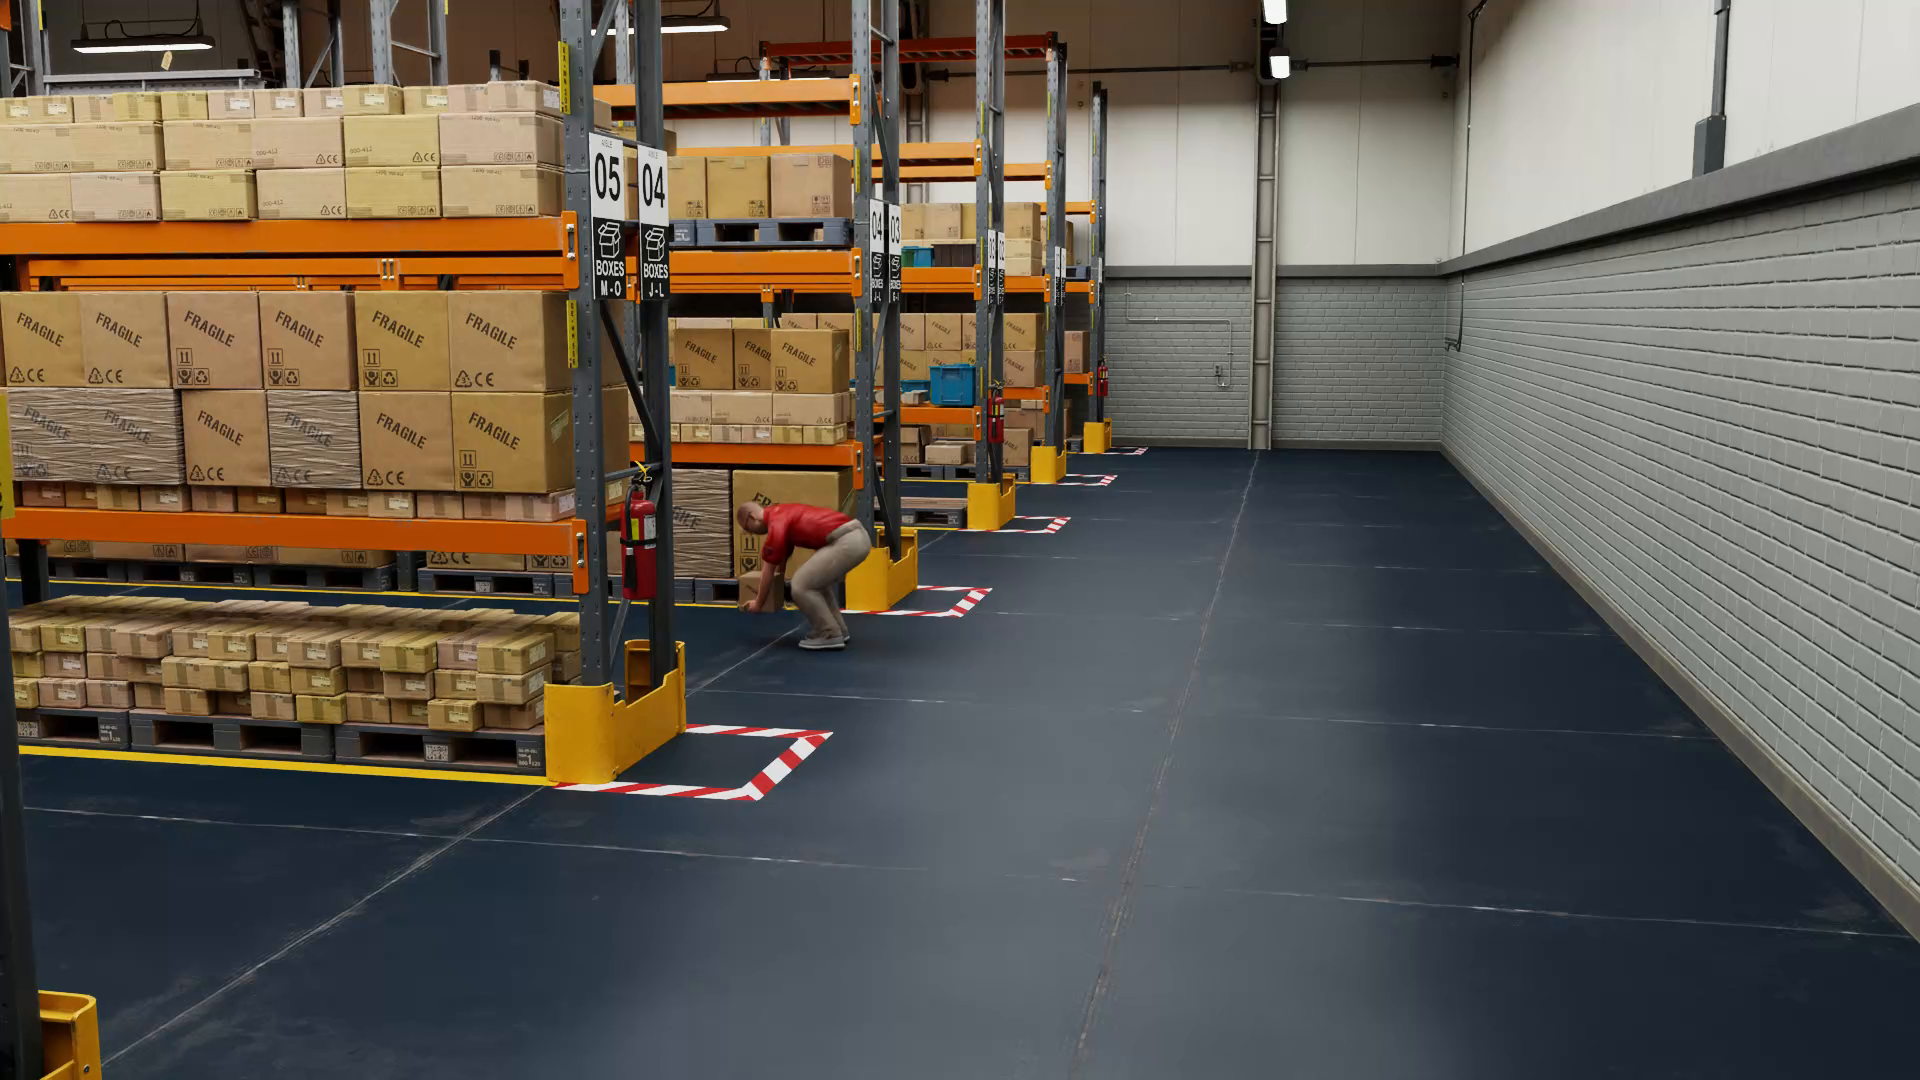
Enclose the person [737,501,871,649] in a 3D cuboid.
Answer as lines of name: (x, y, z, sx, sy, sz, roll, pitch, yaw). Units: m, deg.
person: (-1.106, 0.239, 11.738, 0.943, 1.020, 0.531, 1, 8, 8)
